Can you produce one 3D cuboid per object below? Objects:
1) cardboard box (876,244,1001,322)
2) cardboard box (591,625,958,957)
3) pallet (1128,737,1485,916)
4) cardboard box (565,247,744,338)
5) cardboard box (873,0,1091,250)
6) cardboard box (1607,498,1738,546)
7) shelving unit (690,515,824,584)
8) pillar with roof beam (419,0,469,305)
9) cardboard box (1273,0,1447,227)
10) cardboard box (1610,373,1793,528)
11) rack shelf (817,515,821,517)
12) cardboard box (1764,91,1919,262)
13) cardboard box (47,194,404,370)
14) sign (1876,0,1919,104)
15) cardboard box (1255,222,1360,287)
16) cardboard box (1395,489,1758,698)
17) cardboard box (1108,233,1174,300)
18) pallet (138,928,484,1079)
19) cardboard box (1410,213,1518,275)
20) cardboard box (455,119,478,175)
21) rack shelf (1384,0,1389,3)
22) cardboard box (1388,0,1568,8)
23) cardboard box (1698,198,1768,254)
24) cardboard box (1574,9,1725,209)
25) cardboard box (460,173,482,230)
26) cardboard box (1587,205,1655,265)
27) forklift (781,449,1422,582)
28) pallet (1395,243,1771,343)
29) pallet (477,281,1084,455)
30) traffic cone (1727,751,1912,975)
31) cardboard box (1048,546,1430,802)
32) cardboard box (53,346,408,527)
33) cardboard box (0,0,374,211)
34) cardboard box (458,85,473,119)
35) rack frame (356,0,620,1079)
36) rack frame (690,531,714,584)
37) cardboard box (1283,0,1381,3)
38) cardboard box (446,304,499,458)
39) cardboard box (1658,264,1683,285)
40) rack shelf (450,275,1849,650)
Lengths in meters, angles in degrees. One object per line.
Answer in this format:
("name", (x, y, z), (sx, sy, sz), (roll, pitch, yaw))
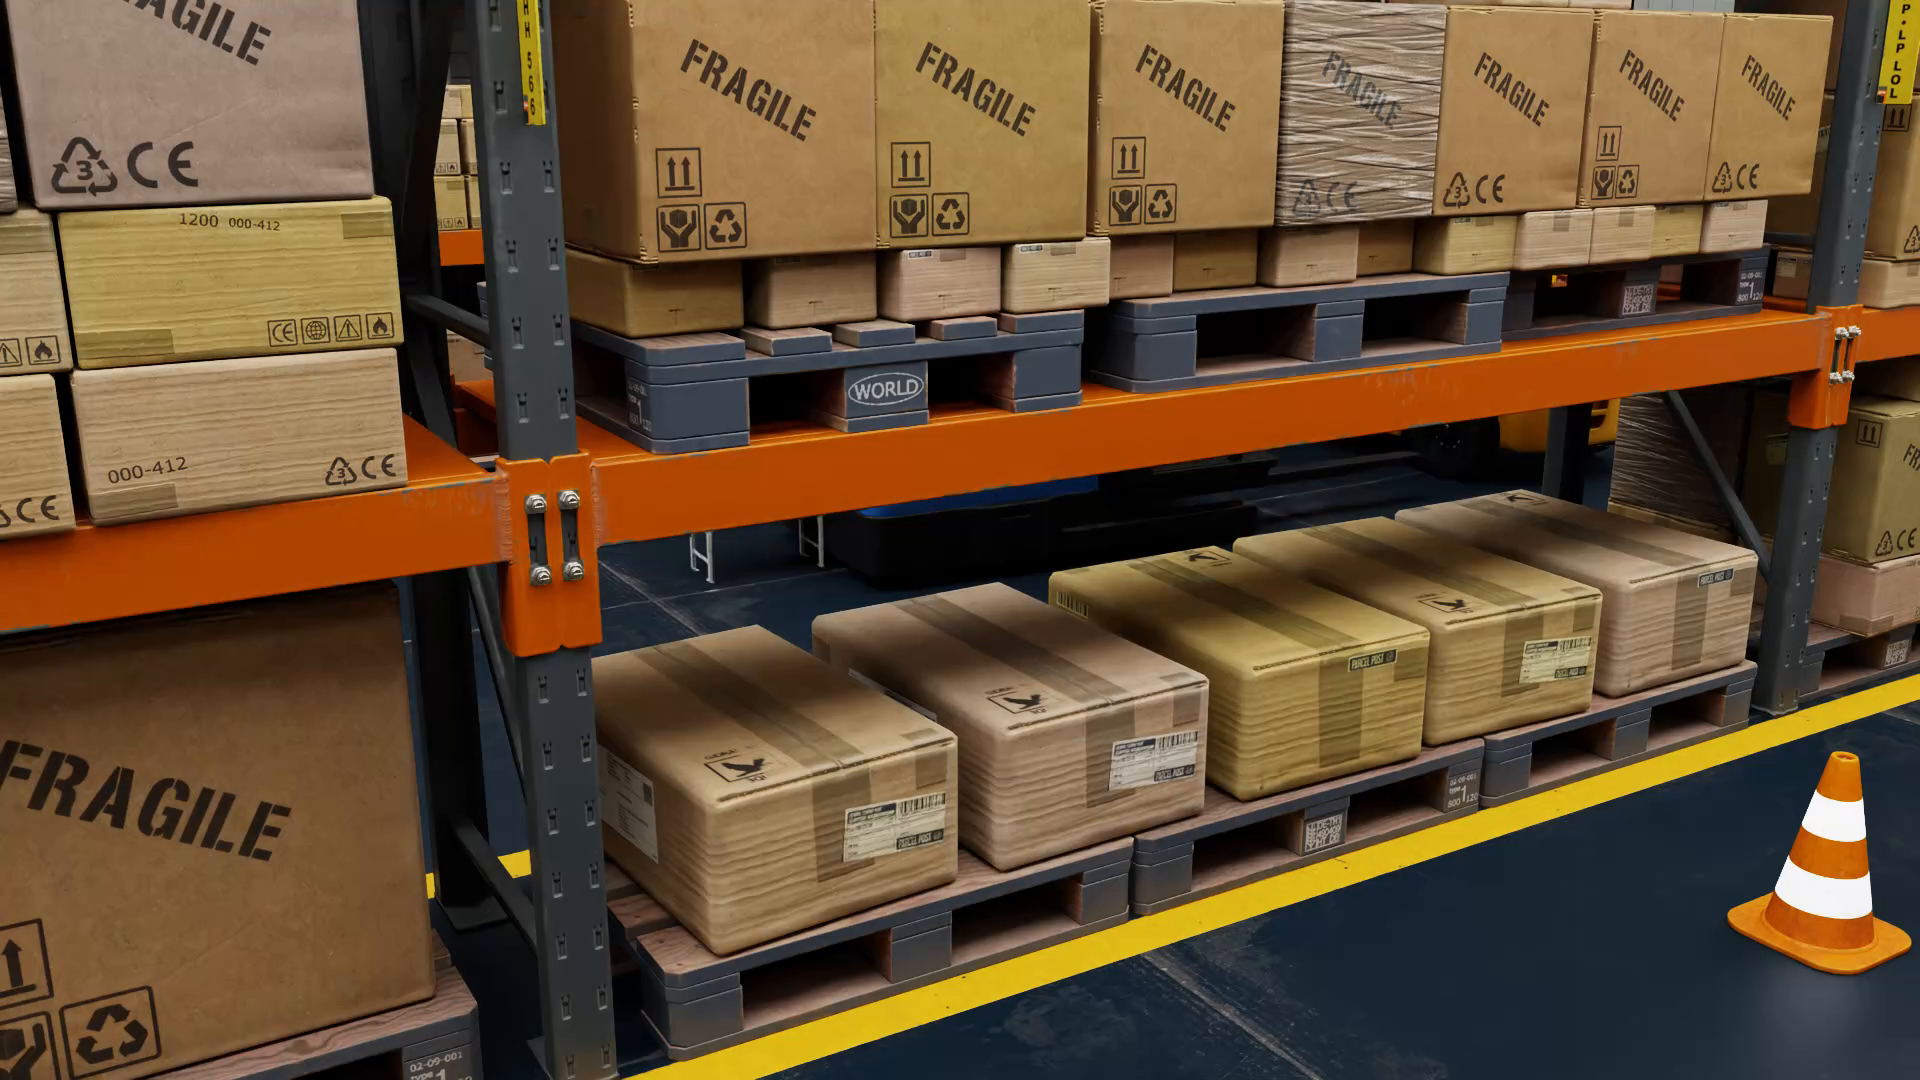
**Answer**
("cardboard box", (-0.121, -0.577, 3.599), (0.250, 0.149, 0.380), (-11, 19, -33))
("cardboard box", (-0.523, 0.552, 3.974), (0.625, 0.372, 0.950), (-11, 19, -33))
("pallet", (0.702, 0.631, 4.768), (1.213, 0.211, 1.003), (-9, 18, -30))
("cardboard box", (-0.639, -0.518, 3.389), (0.250, 0.149, 0.380), (-10, 19, -33))
("cardboard box", (-0.065, -0.912, 3.590), (0.500, 0.500, 0.500), (-8, 18, -27))
("cardboard box", (2.784, -0.014, 6.217), (0.500, 0.250, 0.500), (-8, 18, -27))
("shelving unit", (-0.849, -0.459, 6.824), (0.503, 1.200, 0.258), (-8, 17, -26))
("pillar with roof beam", (-0.702, -3.865, 4.527), (0.400, 9.000, 9.100), (-9, 18, -30))
("cardboard box", (0.820, -1.055, 4.101), (0.500, 0.500, 0.500), (-10, 19, -32))
("cardboard box", (2.785, -0.375, 6.116), (0.500, 0.500, 0.500), (-9, 18, -30))
("rack shelf", (-0.849, -0.166, 6.906), (0.480, 0.148, 0.258), (-8, 17, -26))
("cardboard box", (2.937, -1.179, 5.322), (0.500, 0.500, 0.500), (-9, 18, -30))
("cardboard box", (-1.297, -0.477, 2.907), (0.500, 0.250, 0.500), (-9, 18, -30))
("sign", (2.705, -1.421, 4.775), (0.005, 0.325, 0.100), (-9, 18, -30))
("cardboard box", (0.772, -0.732, 4.151), (0.250, 0.149, 0.380), (-9, 18, -28))
("cardboard box", (1.968, 0.146, 5.424), (0.625, 0.372, 0.950), (-9, 18, -29))
("cardboard box", (0.292, -0.662, 3.903), (0.250, 0.149, 0.380), (-8, 18, -26))
("pallet", (-1.727, 1.000, 3.452), (1.213, 0.211, 1.003), (-9, 18, -30))
("cardboard box", (1.235, -0.798, 4.388), (0.250, 0.149, 0.380), (-9, 18, -30))
("cardboard box", (-2.178, -1.895, 7.963), (0.500, 0.250, 0.500), (-10, 18, -31))
("rack shelf", (1.571, -3.515, 10.167), (4.000, 0.370, 1.077), (-9, 18, -30))
("cardboard box", (1.329, -1.438, 4.267), (0.250, 0.149, 0.380), (-10, 19, -32))
("cardboard box", (2.117, -0.937, 4.882), (0.250, 0.149, 0.380), (-9, 18, -29))
("cardboard box", (1.714, -1.198, 4.612), (0.500, 0.500, 0.500), (-9, 18, -29))
("cardboard box", (-2.195, -1.658, 8.045), (0.500, 0.250, 0.500), (-10, 18, -31))
("cardboard box", (1.679, -0.860, 4.609), (0.250, 0.149, 0.380), (-10, 18, -31))
("forklift", (0.749, -1.501, 7.336), (3.031, 2.935, 1.130), (-8, 18, -26))
("pallet", (1.686, -0.826, 5.155), (1.213, 0.211, 1.003), (-9, 18, -30))
("pallet", (-0.457, -0.466, 3.872), (1.003, 0.211, 1.213), (-9, 18, -30))
("traffic cone", (2.074, 0.727, 3.960), (0.334, 0.463, 0.336), (-9, 18, -30))
("cardboard box", (0.758, 0.343, 4.718), (0.625, 0.372, 0.950), (-9, 18, -28))
("cardboard box", (-1.313, -0.232, 2.960), (0.500, 0.250, 0.500), (-10, 18, -32))
("cardboard box", (-1.321, -0.832, 2.784), (0.500, 0.500, 0.500), (-10, 18, -31))
("cardboard box", (-2.295, -2.080, 7.885), (0.250, 0.149, 0.380), (-9, 18, -29))
("rack frame", (-1.013, -0.435, 3.404), (0.127, 3.000, 1.000), (-9, 18, -30))
("rack frame", (-1.066, -0.429, 6.717), (0.015, 1.200, 0.240), (-8, 17, -26))
("cardboard box", (0.952, -1.539, 4.625), (0.250, 0.149, 0.380), (-8, 18, -27))
("cardboard box", (-2.475, -0.818, 8.392), (0.625, 0.625, 0.875), (-9, 18, -28))
("cardboard box", (2.534, -0.985, 5.833), (0.250, 0.149, 0.380), (-9, 18, -30))
("rack shelf", (0.702, -0.367, 4.493), (4.000, 0.370, 1.077), (-9, 18, -30))
